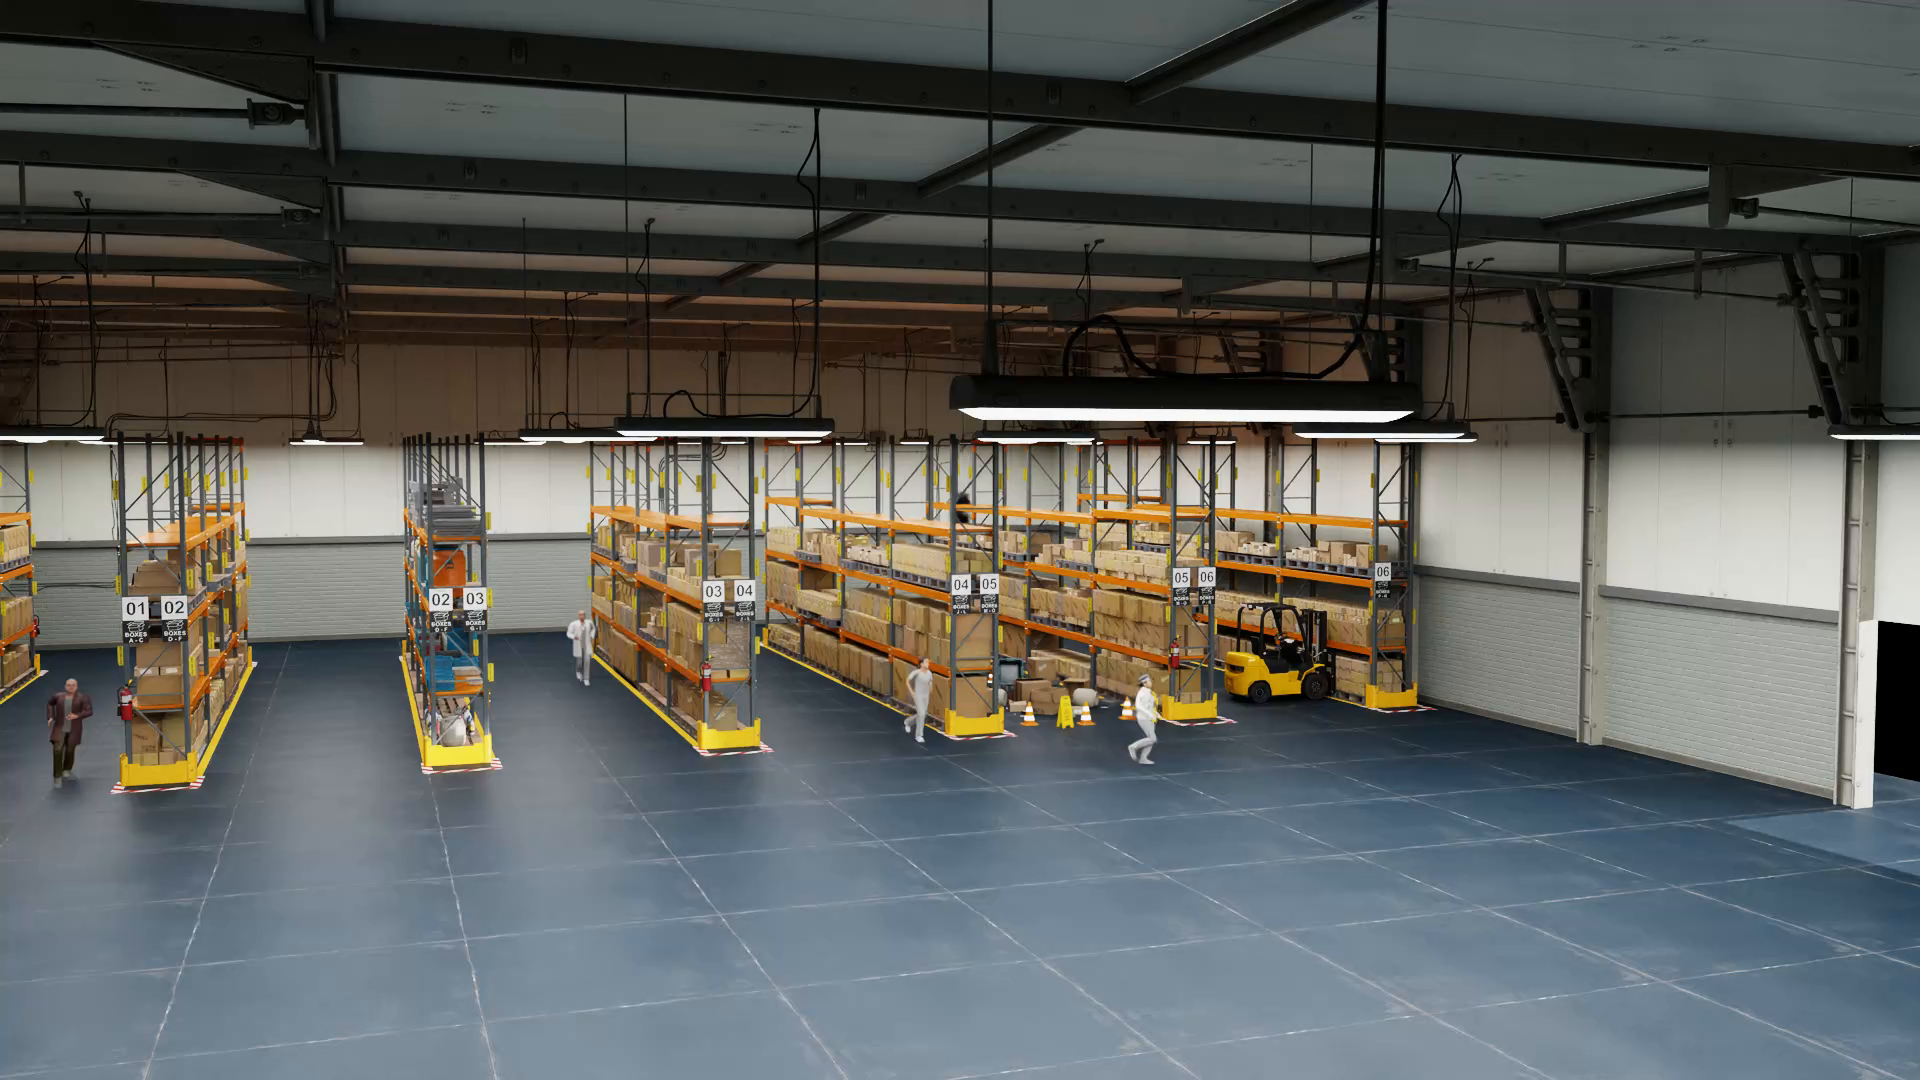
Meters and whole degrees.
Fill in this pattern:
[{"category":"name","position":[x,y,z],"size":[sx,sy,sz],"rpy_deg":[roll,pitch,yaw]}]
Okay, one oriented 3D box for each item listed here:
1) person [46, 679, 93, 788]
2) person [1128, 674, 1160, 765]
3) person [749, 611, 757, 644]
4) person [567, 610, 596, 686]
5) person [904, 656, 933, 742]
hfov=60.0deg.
[{"category":"person","position":[-15.221,3.277,28.436],"size":[0.713,1.828,0.947],"rpy_deg":[-1,3,-25]},{"category":"person","position":[3.325,3.227,30.055],"size":[0.543,1.650,0.601],"rpy_deg":[1,3,15]},{"category":"person","position":[-5.908,2.390,45.852],"size":[0.610,1.640,0.753],"rpy_deg":[-1,3,-18]},{"category":"person","position":[-9.166,2.595,40.348],"size":[0.710,1.790,1.043],"rpy_deg":[-1,3,-21]},{"category":"person","position":[-0.789,3.108,32.744],"size":[0.600,1.650,0.787],"rpy_deg":[-3,4,-39]}]
